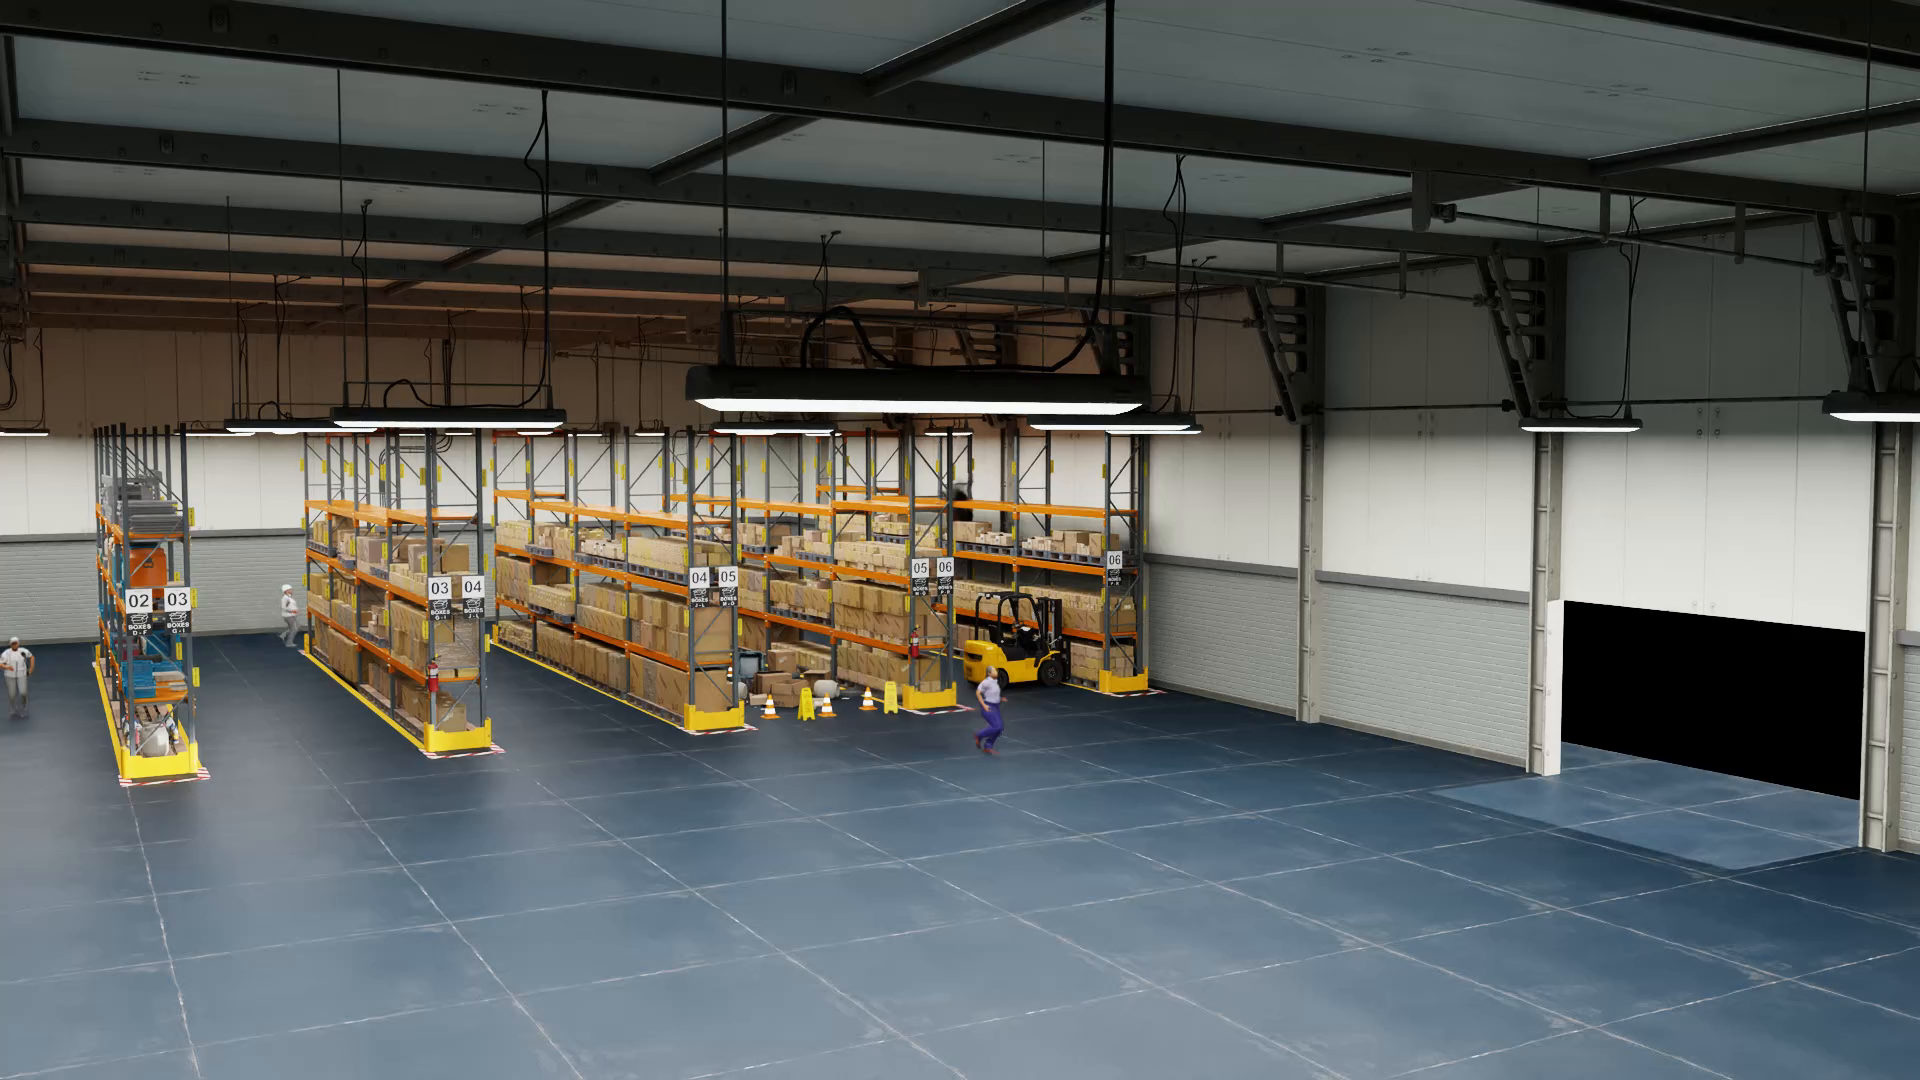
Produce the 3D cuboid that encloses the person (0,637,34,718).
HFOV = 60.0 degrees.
[{"bbox_3d":[-19.387,2.844,34.196,0.619,1.711,0.691,-2,4,-31],"label":"person"}]

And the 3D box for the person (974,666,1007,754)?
[{"bbox_3d":[0.564,3.093,30.279,0.559,1.612,0.634,1,4,22],"label":"person"}]

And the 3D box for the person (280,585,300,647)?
[{"bbox_3d":[-18.459,2.087,45.808,0.604,1.722,0.656,0,3,-6],"label":"person"}]
